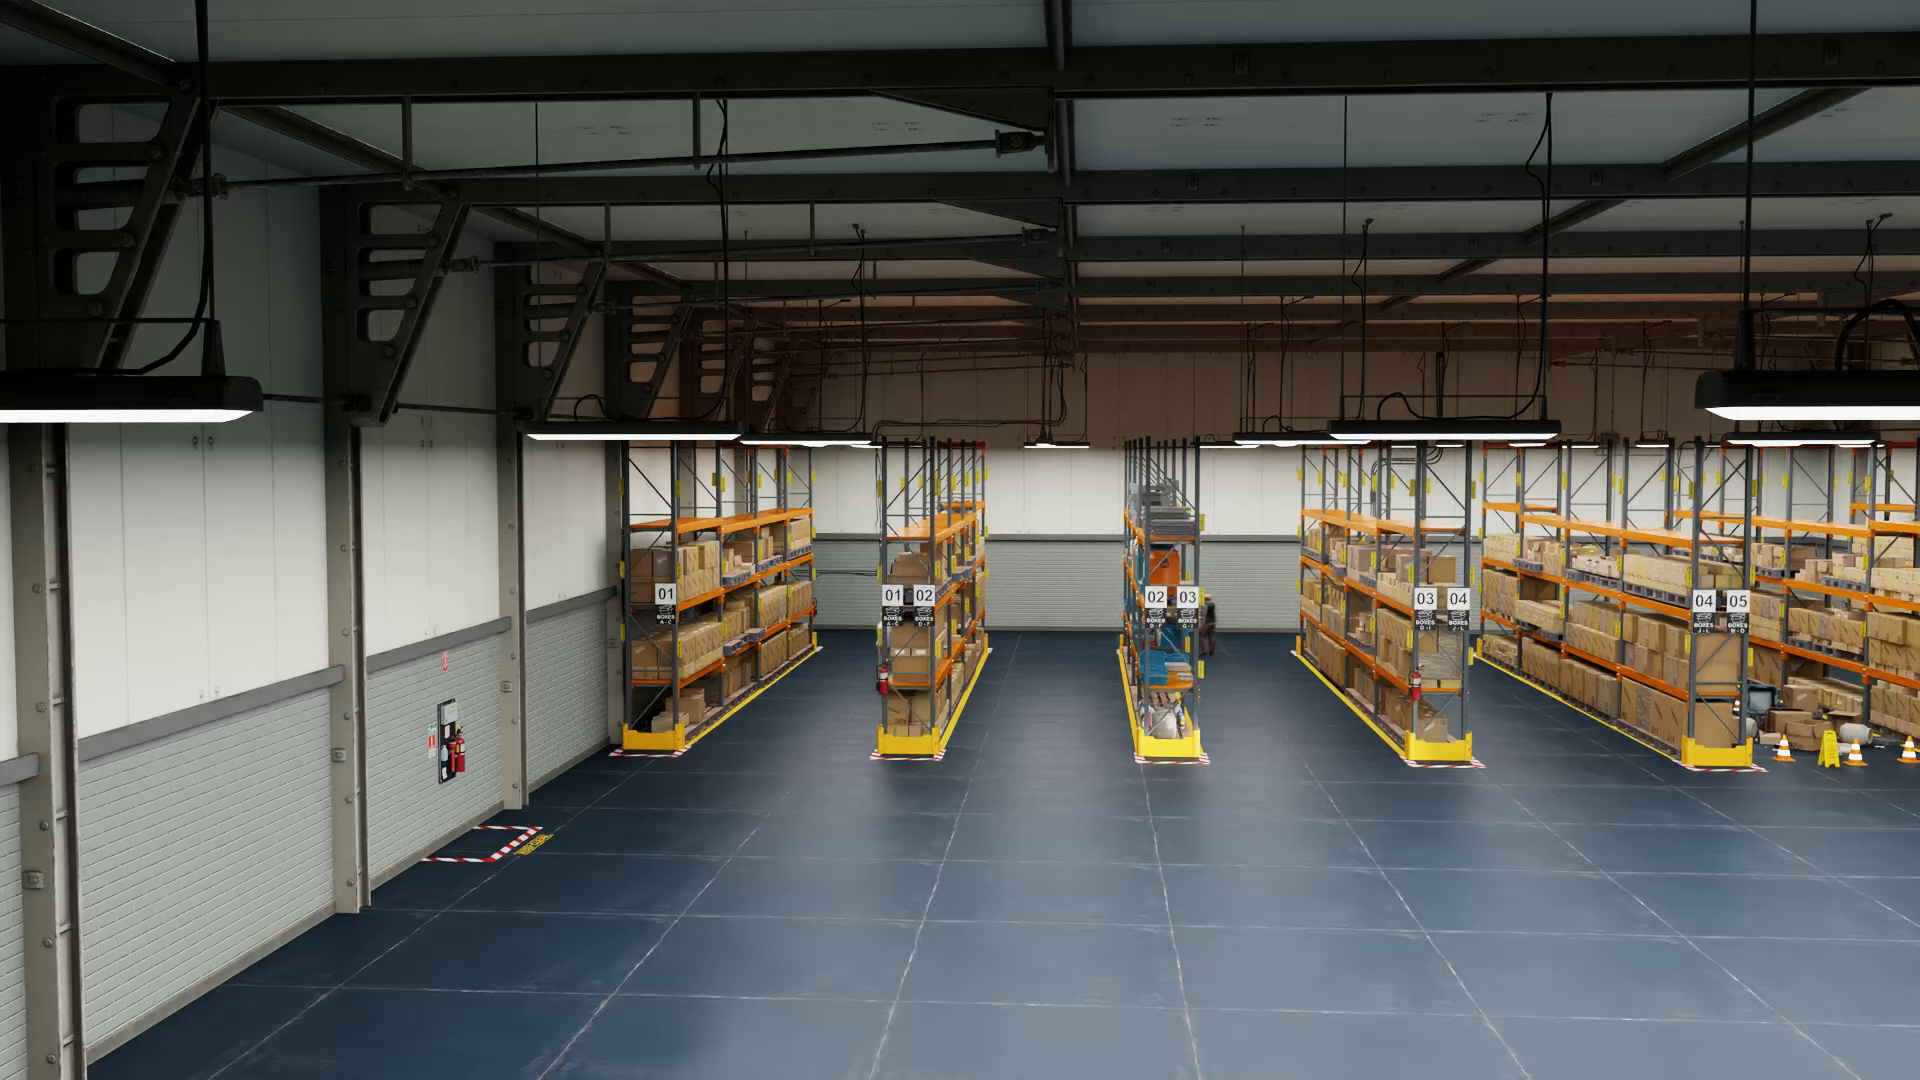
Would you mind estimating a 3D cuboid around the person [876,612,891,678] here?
[{"bbox_3d":[-1.859,2.634,41.062,0.418,1.773,0.589,1,3,10],"label":"person"}]

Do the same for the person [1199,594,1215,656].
[{"bbox_3d":[6.950,2.391,46.674,0.380,1.763,0.603,2,4,35],"label":"person"}]

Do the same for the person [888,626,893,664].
[{"bbox_3d":[-1.642,2.481,44.738,0.591,1.713,0.605,2,3,27],"label":"person"}]
